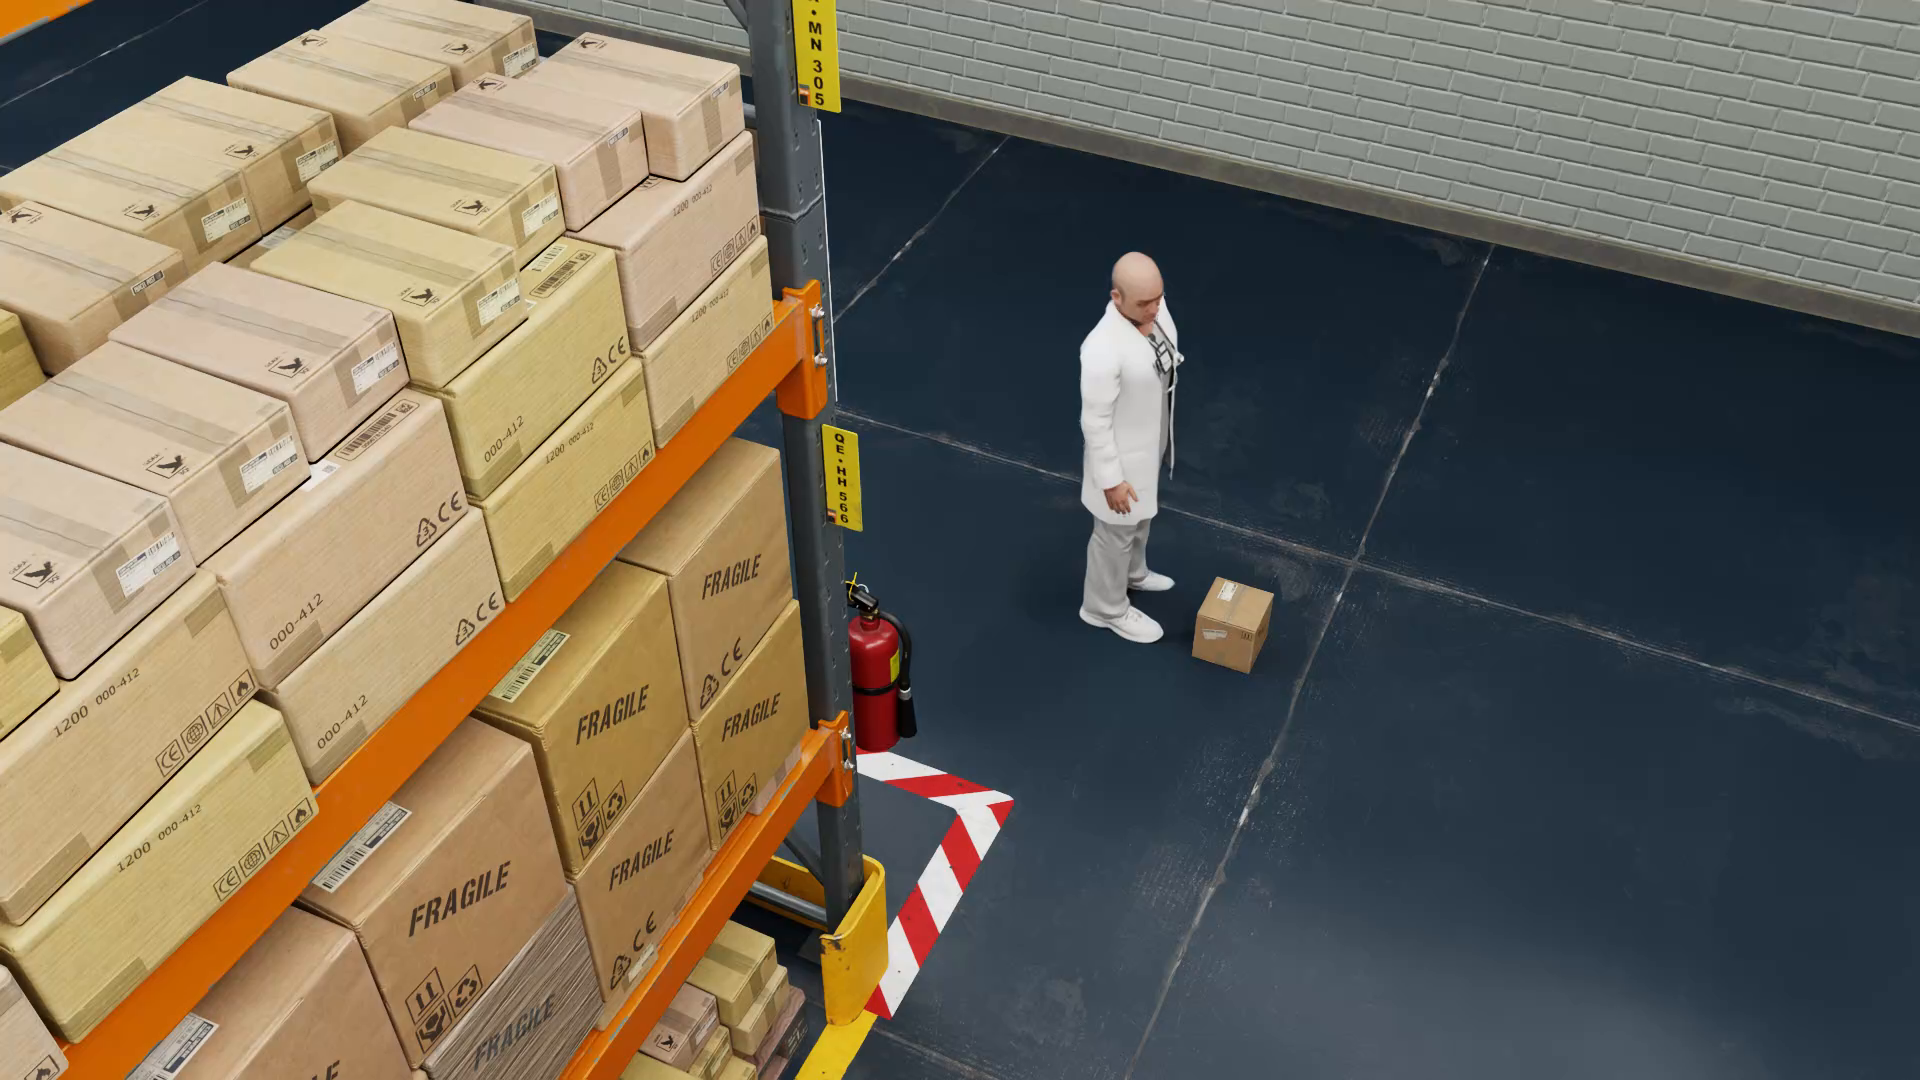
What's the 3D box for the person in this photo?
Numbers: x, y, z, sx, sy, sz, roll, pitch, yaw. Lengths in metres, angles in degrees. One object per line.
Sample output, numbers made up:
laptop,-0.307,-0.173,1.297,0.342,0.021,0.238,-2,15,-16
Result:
person,0.710,-0.343,6.575,0.412,1.822,0.623,18,45,20
